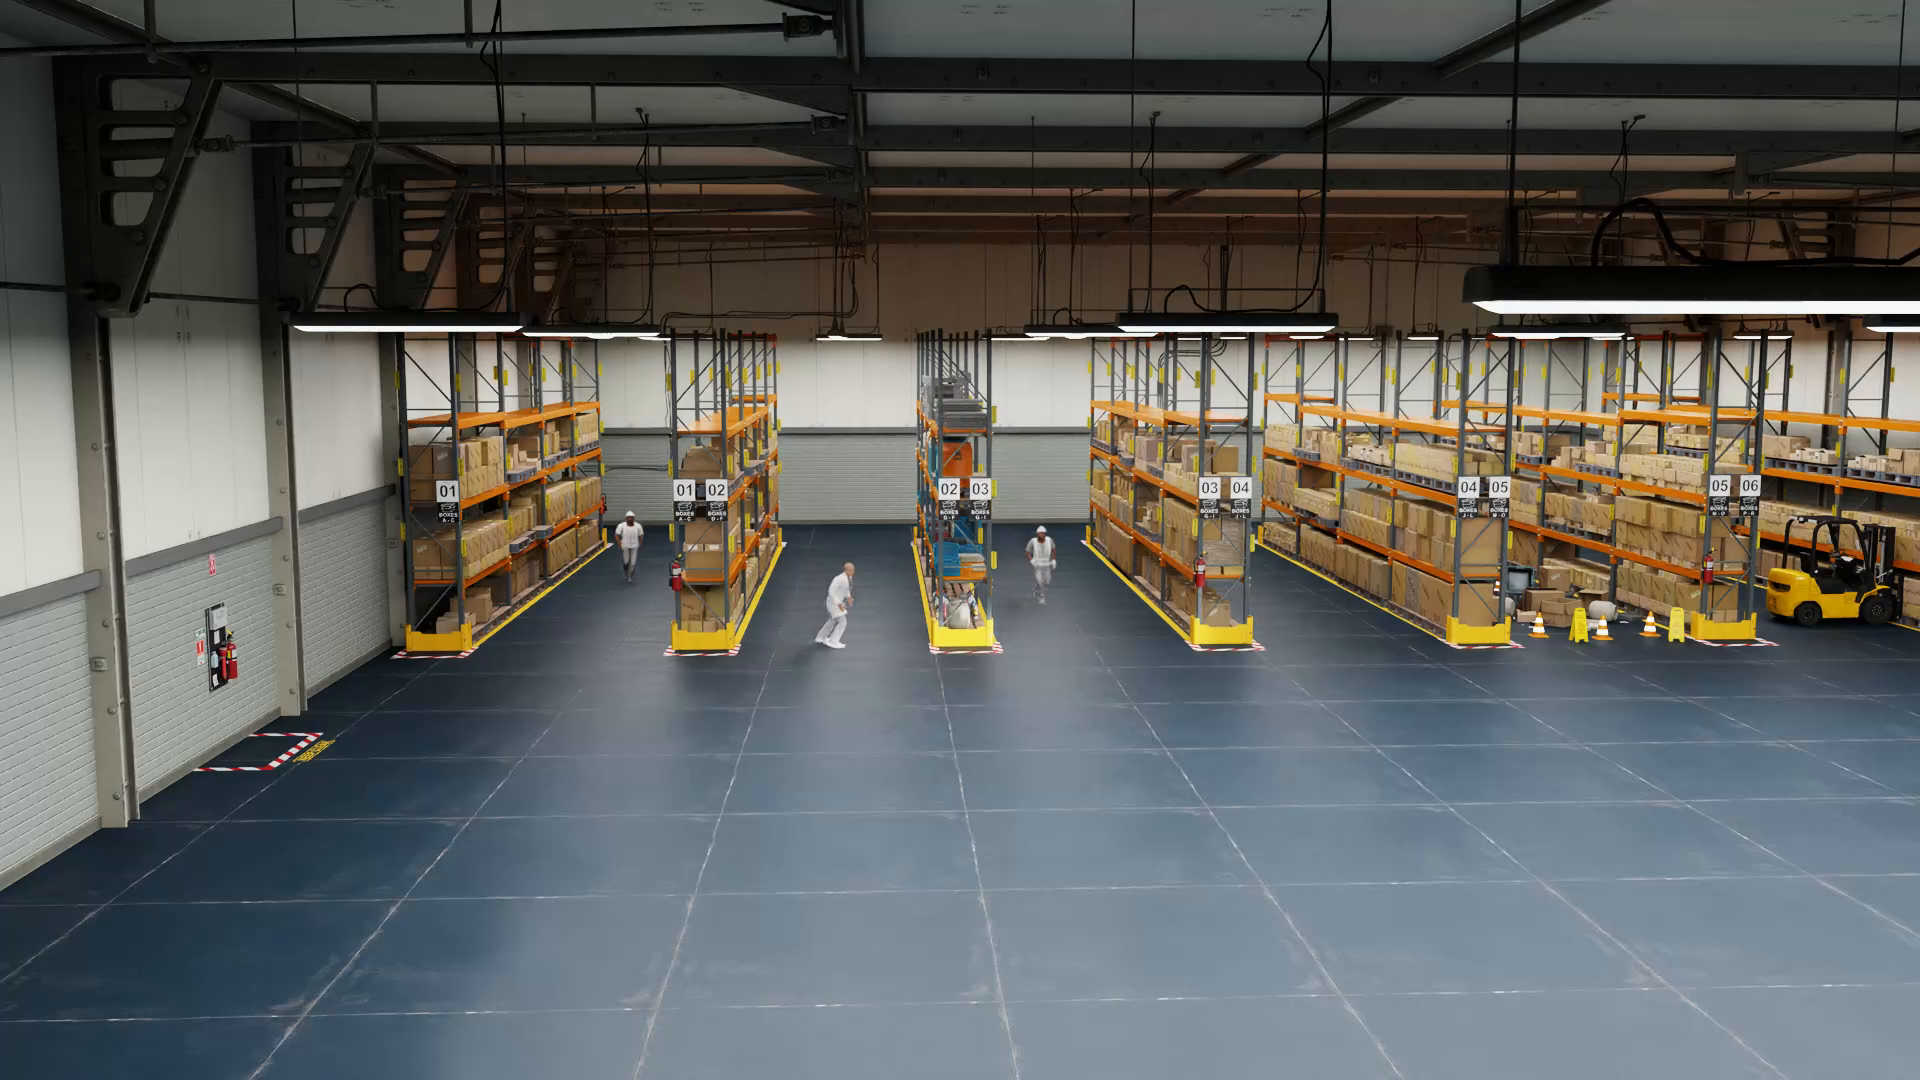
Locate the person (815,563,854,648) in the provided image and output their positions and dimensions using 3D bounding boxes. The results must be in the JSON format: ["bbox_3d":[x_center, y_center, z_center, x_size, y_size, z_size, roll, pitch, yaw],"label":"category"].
[{"bbox_3d":[-2.377,1.222,31.445,0.842,1.648,0.749,1,7,9],"label":"person"}]

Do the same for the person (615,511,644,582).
[{"bbox_3d":[-7.899,0.177,39.802,0.679,1.725,0.509,-2,7,-16],"label":"person"}]

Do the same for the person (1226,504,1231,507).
[{"bbox_3d":[7.657,-0.788,48.045,0.619,1.761,0.834,1,7,8],"label":"person"}]

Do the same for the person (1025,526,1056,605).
[{"bbox_3d":[1.765,0.548,36.679,0.696,1.733,0.612,-2,7,-20],"label":"person"}]
